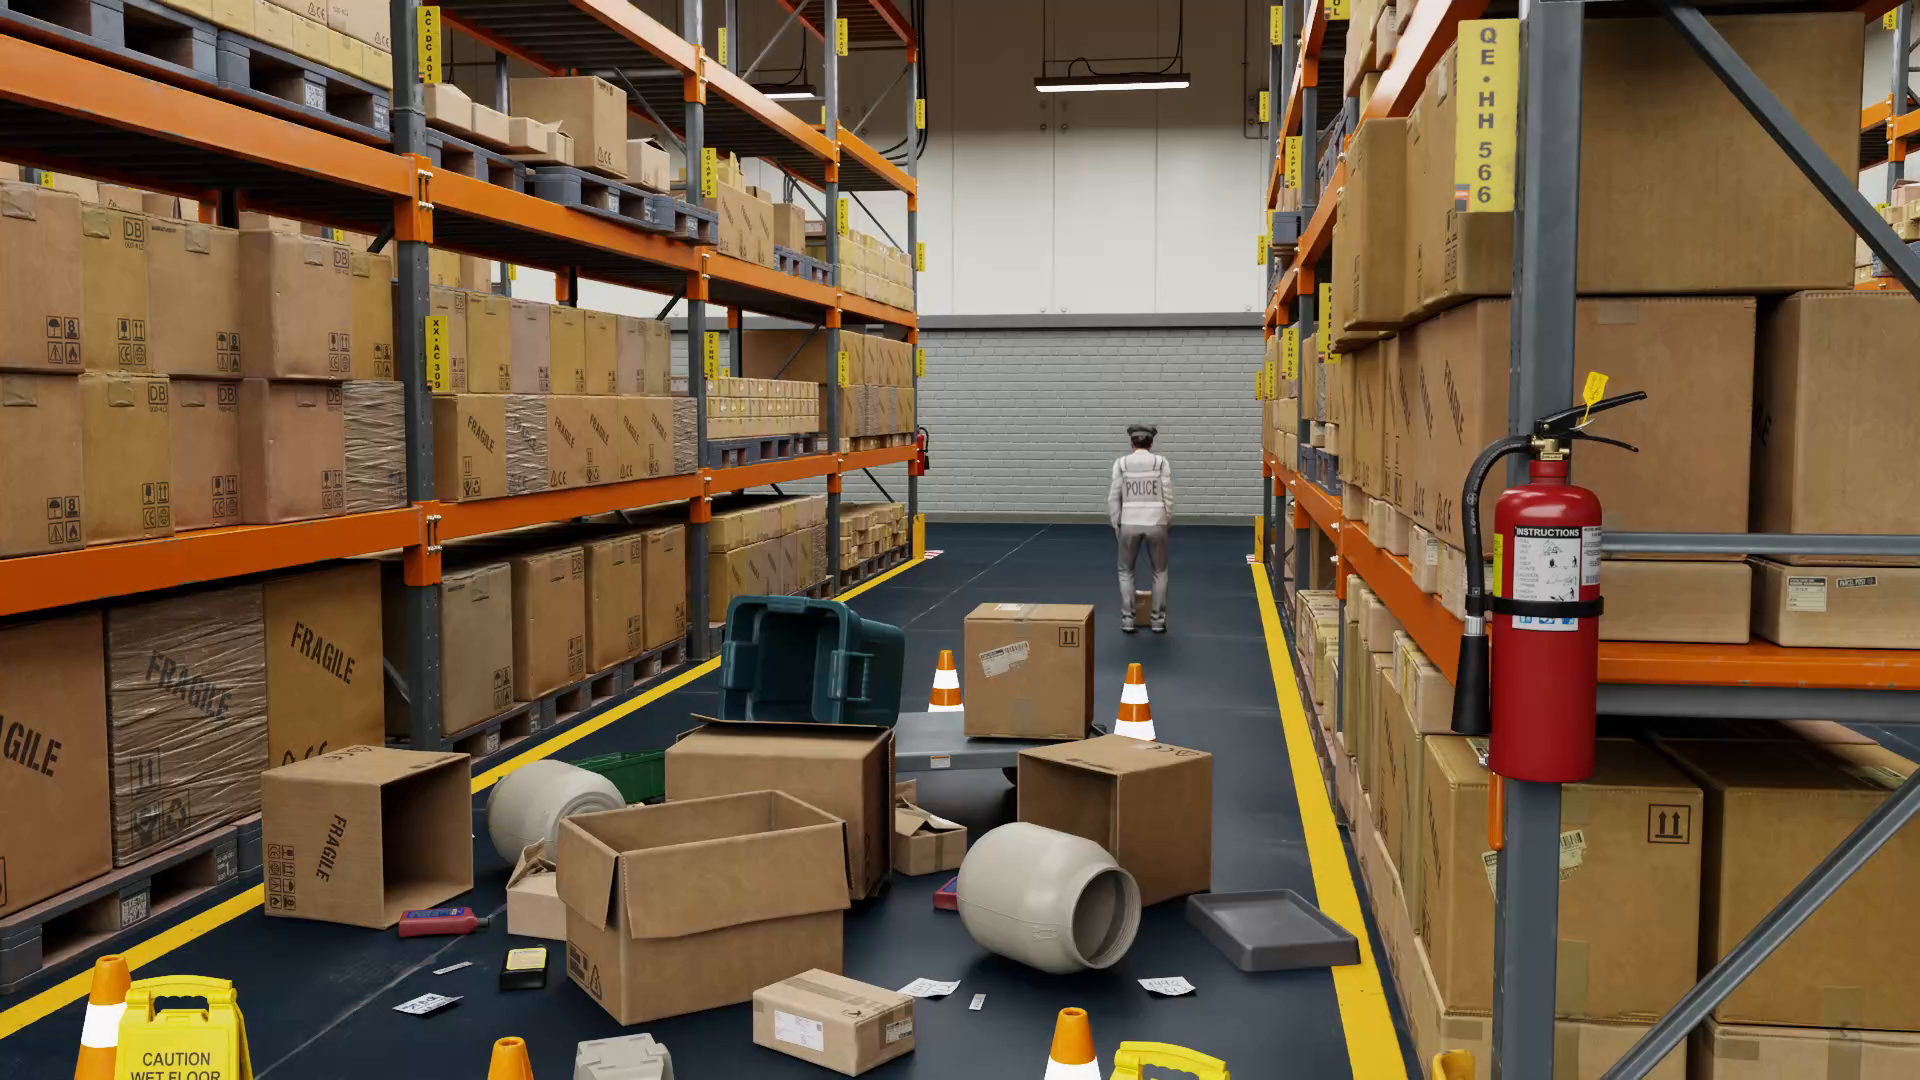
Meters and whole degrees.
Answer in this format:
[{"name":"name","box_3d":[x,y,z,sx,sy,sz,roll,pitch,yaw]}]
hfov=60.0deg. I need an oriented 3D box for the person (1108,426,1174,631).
[{"name":"person","box_3d":[1.402,-0.085,12.917,0.508,1.603,0.485,1,5,10]}]
